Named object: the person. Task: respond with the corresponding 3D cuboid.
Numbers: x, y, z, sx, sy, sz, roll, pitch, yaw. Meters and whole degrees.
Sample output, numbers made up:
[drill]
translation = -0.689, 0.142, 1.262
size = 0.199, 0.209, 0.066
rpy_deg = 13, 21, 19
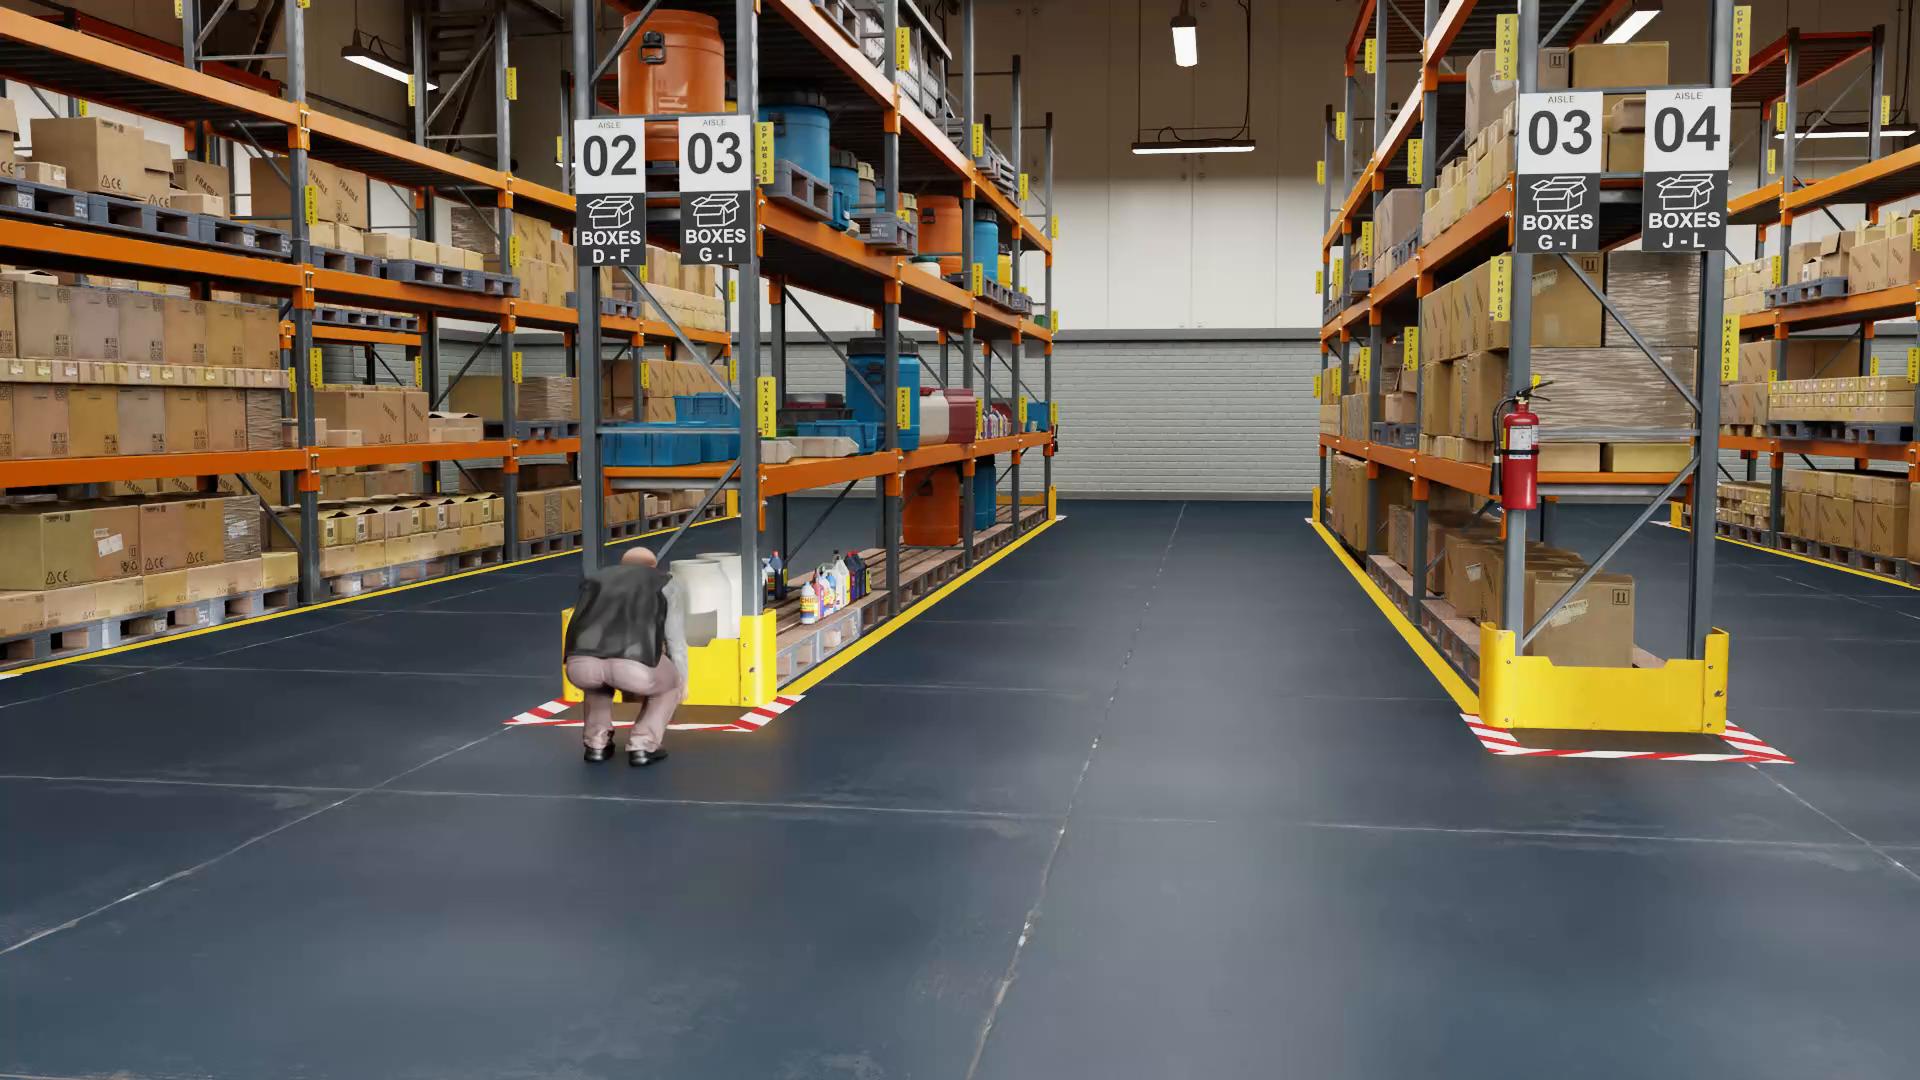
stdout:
[person]
translation = -1.569, 0.539, 7.844
size = 0.508, 0.961, 0.898
rpy_deg = 1, 4, 7
